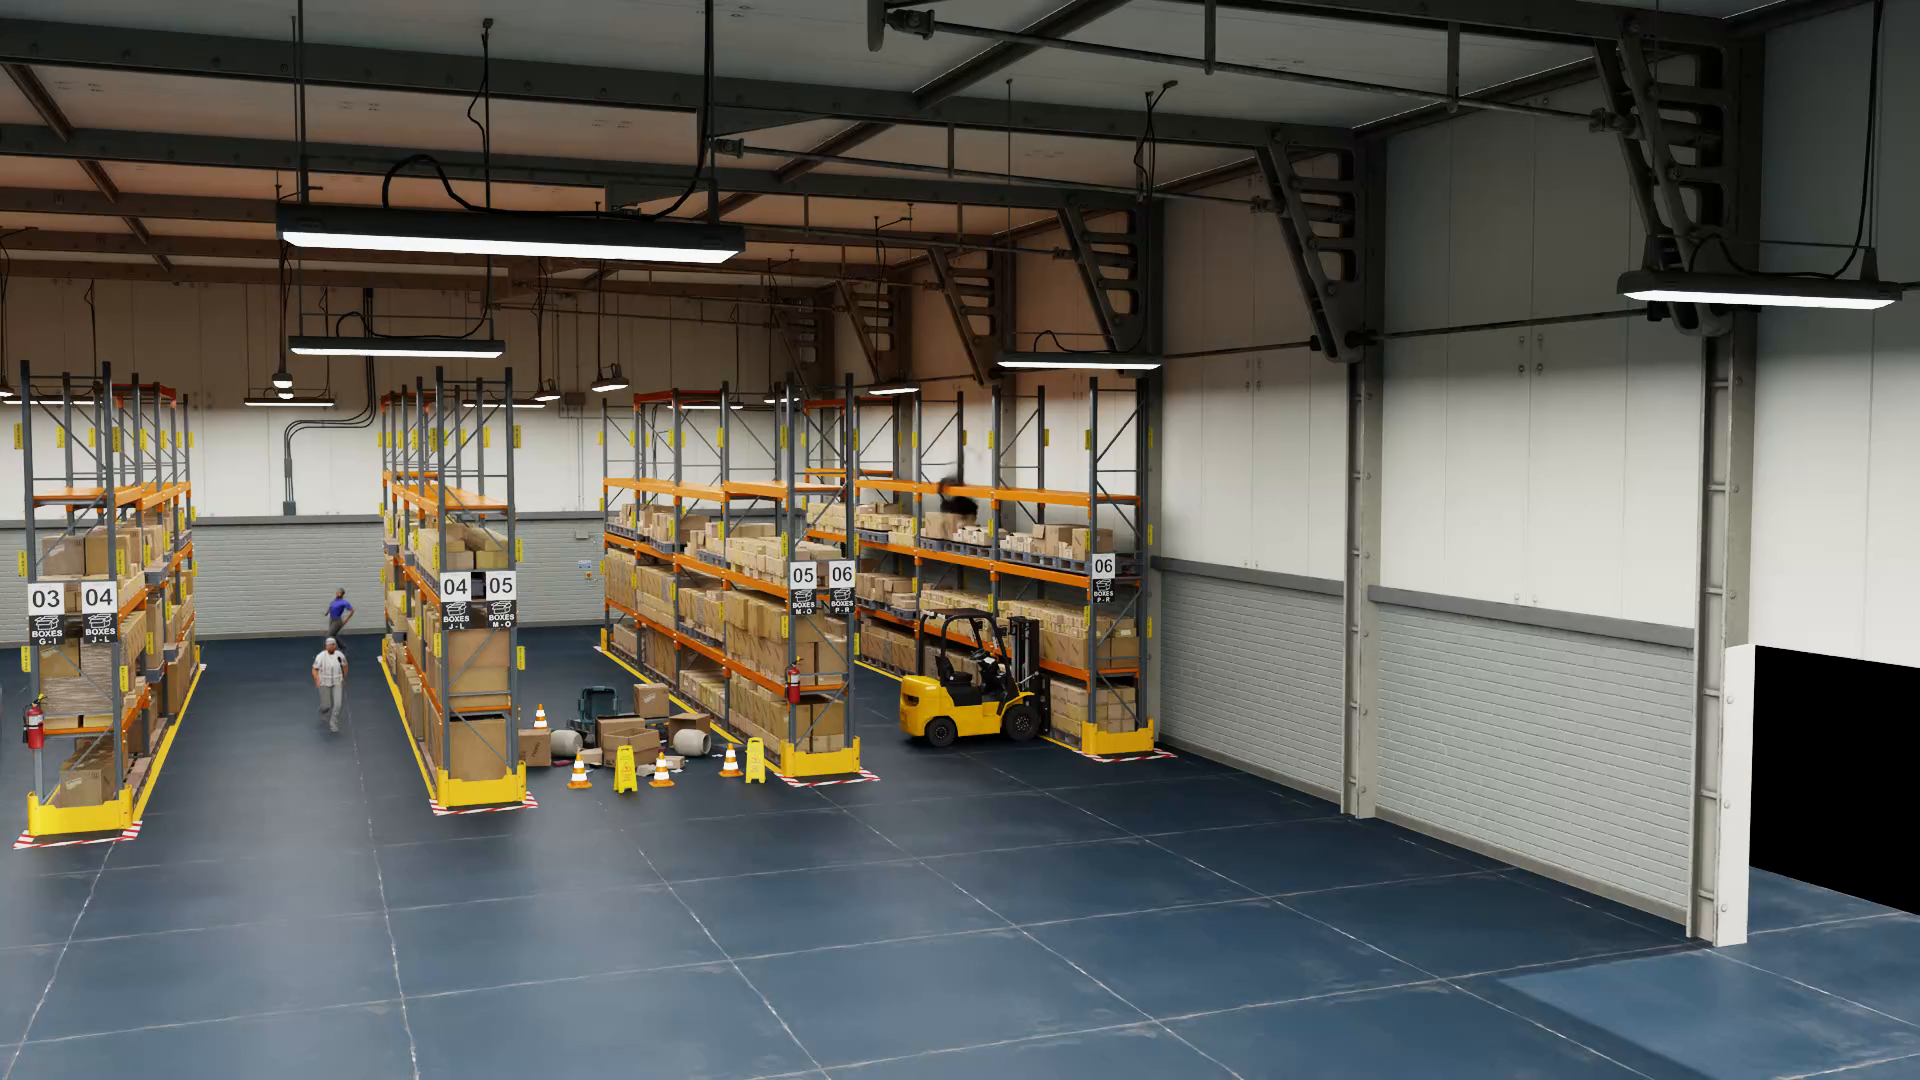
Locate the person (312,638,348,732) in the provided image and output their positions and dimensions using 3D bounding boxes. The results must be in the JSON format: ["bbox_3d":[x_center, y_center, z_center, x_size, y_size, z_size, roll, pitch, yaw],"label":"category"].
[{"bbox_3d":[-10.861,2.476,28.696,0.593,1.612,0.586,-2,4,-31],"label":"person"}]

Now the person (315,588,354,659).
[{"bbox_3d":[-14.207,1.906,37.820,0.637,1.617,0.871,3,4,39],"label":"person"}]
